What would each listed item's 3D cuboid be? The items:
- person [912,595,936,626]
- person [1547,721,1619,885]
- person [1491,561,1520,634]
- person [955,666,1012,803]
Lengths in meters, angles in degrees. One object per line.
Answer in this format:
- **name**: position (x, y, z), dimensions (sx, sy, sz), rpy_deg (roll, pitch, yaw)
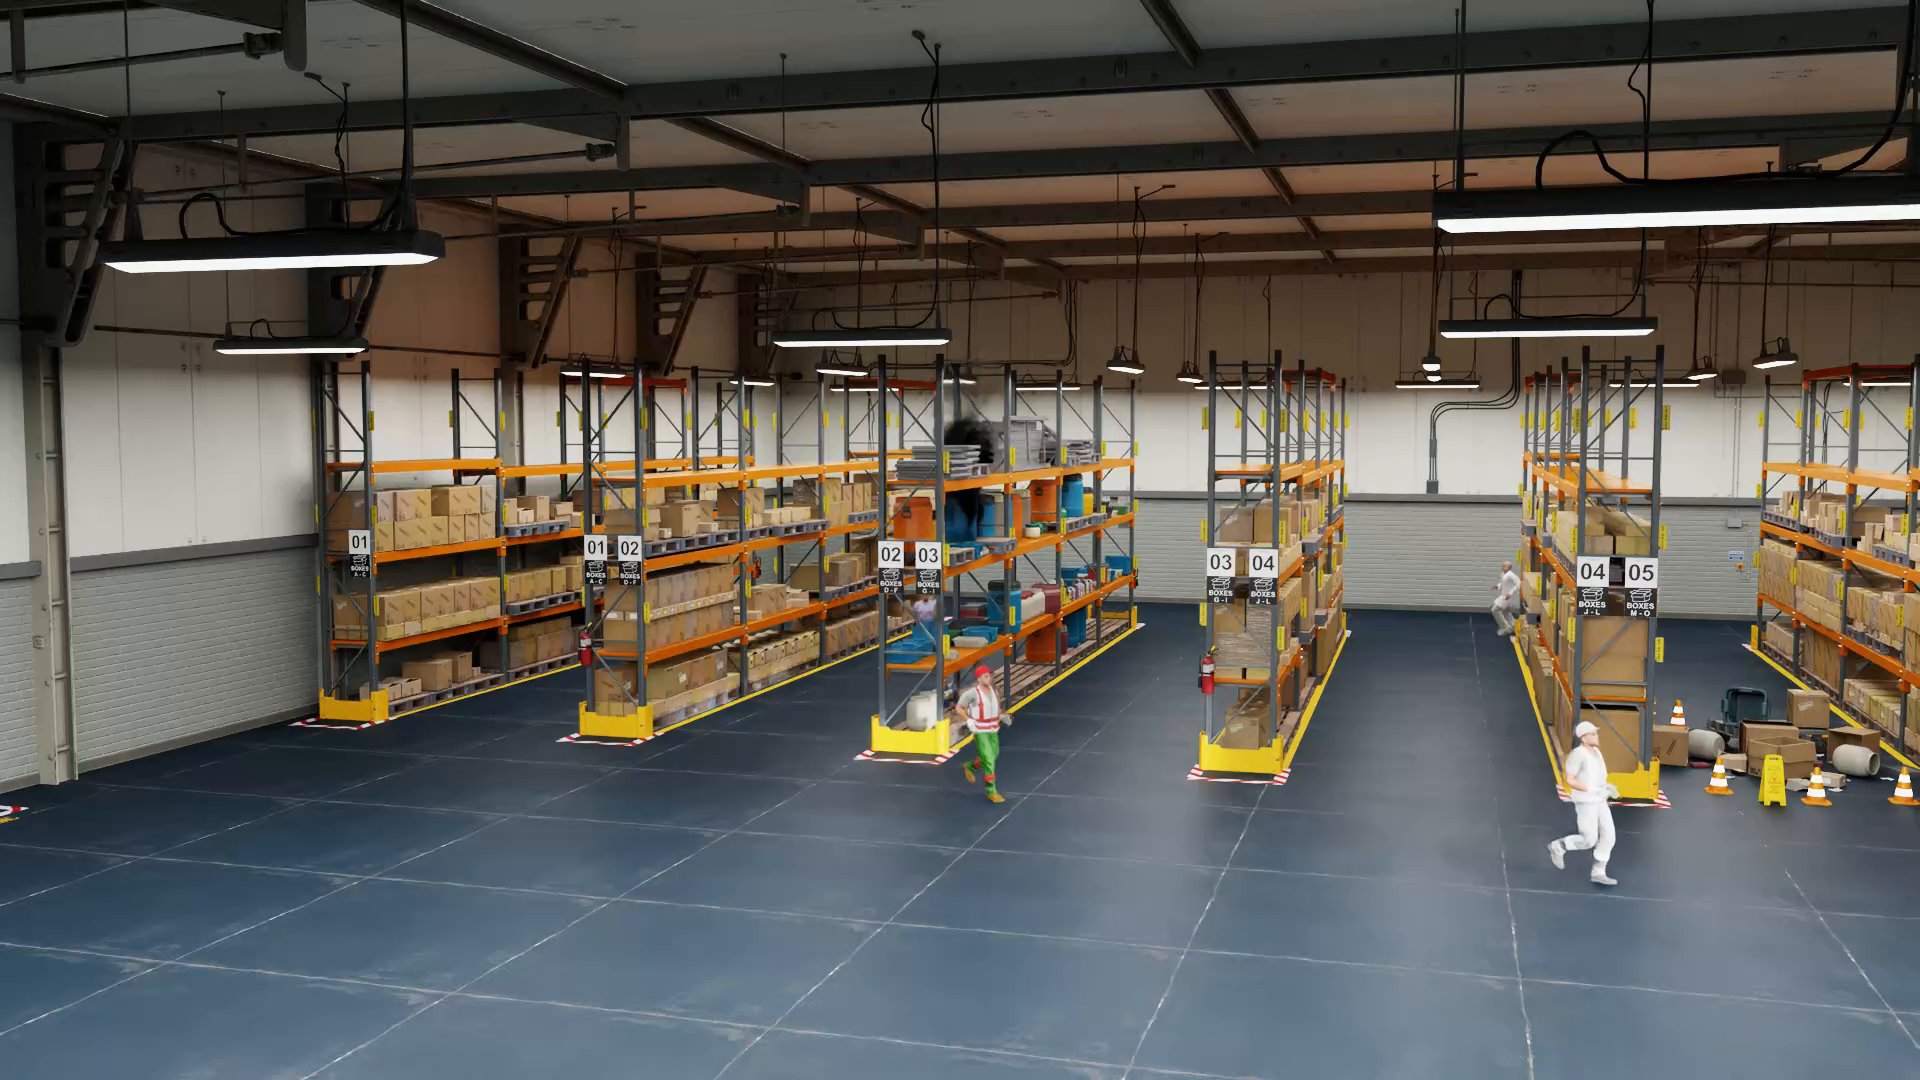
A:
- **person**: position (-0.679, 1.803, 33.603), dimensions (0.607, 1.648, 0.841), rpy_deg (0, 4, 5)
- **person**: position (6.807, 2.840, 18.078), dimensions (0.661, 1.745, 0.762), rpy_deg (-3, 5, -40)
- **person**: position (12.796, 1.399, 38.941), dimensions (0.699, 1.708, 0.771), rpy_deg (1, 4, 10)
- **person**: position (0.289, 2.552, 22.083), dimensions (0.655, 1.778, 0.872), rpy_deg (-4, 5, -41)
